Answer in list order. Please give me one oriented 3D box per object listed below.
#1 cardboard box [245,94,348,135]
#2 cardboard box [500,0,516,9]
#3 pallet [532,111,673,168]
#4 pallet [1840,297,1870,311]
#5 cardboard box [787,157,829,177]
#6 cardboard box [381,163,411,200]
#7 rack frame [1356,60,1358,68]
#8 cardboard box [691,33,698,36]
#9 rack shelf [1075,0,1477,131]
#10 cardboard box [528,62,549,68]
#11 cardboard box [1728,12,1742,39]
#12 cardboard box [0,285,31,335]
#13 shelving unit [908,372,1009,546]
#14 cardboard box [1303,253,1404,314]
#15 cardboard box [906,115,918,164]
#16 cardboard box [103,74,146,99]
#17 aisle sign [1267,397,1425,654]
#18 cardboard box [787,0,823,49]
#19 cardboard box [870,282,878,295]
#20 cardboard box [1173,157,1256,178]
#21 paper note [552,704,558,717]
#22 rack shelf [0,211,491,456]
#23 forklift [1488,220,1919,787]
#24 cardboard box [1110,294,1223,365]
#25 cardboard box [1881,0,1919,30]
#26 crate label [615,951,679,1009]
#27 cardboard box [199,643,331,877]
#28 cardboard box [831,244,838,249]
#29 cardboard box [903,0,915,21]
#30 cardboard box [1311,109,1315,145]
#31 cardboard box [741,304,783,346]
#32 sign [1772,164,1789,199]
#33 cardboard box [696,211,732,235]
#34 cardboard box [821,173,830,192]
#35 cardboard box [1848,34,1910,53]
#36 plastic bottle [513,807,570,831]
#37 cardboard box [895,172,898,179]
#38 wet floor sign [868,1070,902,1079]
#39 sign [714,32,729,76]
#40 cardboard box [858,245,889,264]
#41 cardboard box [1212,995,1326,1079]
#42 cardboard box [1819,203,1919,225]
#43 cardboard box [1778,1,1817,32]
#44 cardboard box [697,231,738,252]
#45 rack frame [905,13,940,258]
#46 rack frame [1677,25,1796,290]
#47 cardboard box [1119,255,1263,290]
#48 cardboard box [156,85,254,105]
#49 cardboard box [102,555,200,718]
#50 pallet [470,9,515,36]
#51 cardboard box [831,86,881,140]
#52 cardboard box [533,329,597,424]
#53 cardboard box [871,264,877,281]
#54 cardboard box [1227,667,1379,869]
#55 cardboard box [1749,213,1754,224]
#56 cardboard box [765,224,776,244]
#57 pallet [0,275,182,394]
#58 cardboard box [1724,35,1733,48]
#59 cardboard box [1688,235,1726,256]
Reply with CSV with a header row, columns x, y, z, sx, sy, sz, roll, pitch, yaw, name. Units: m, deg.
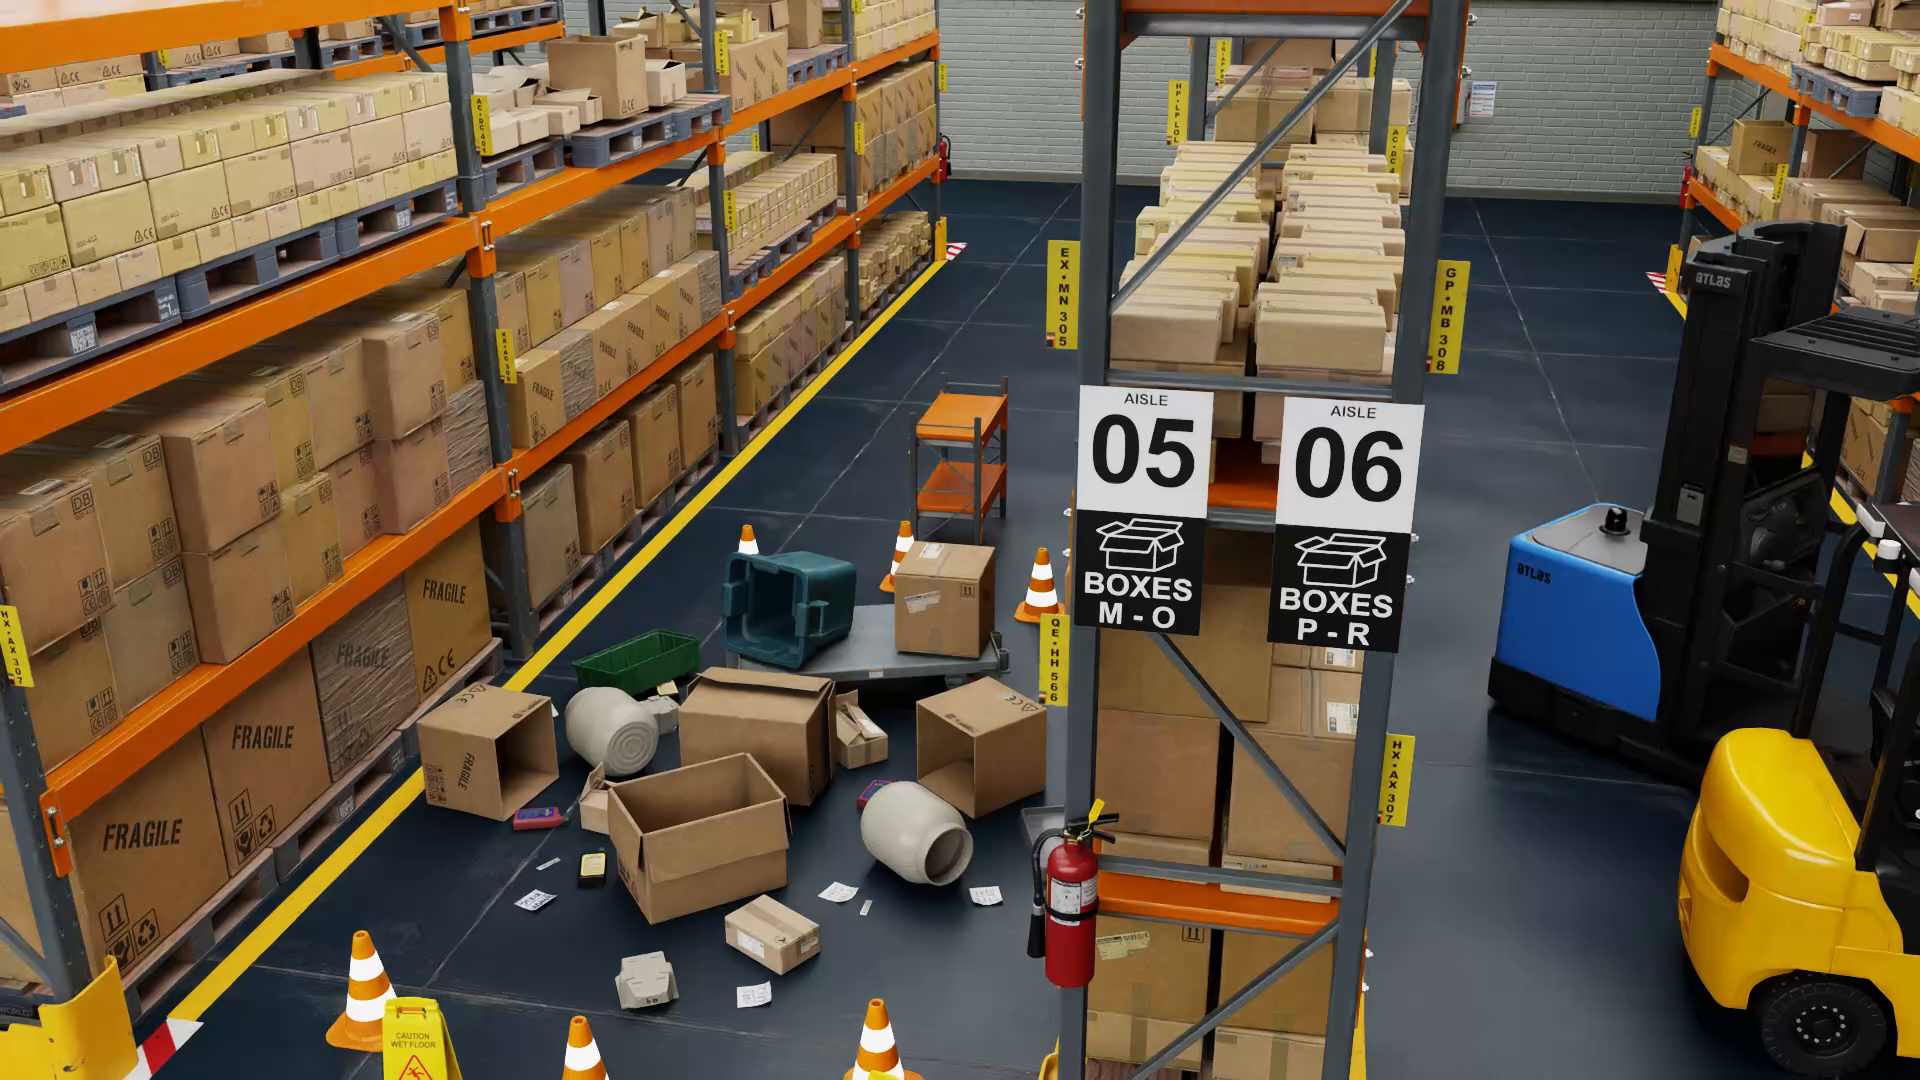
x,y,z,sx,sy,sz,roll,pitch,yaw,name
-3.171,-2.036,7.953,0.380,0.149,0.250,5,22,11,cardboard box
-5.875,-6.771,20.306,0.700,0.500,0.500,4,22,9,cardboard box
-2.691,-2.797,11.521,1.003,0.211,1.213,6,23,13,pallet
7.410,-1.589,12.541,1.213,0.211,1.003,4,22,11,pallet
-1.515,-3.699,16.501,0.380,0.149,0.250,4,22,9,cardboard box
-3.066,-1.851,8.559,0.380,0.149,0.250,5,22,12,cardboard box
3.296,-3.265,16.444,1.000,3.000,0.127,4,22,11,rack frame
-2.323,-4.175,14.555,0.500,0.500,0.500,4,22,11,cardboard box
1.256,-2.055,6.378,1.077,0.370,4.000,4,22,11,rack shelf
-2.852,-3.274,11.957,0.500,0.250,0.500,5,22,12,cardboard box
8.531,-5.481,17.736,0.500,0.250,0.500,5,22,12,cardboard box
-3.635,-0.833,6.033,0.380,0.149,0.250,5,22,11,cardboard box
0.001,-0.524,12.150,0.538,1.125,1.048,4,22,11,shelving unit
1.391,-0.901,5.830,0.380,0.149,0.250,4,22,11,cardboard box
-0.798,-4.694,19.462,0.500,0.500,0.500,5,22,11,cardboard box
-7.078,-3.686,13.677,0.500,0.250,0.500,5,22,11,cardboard box
1.138,-0.036,4.947,0.394,0.787,0.004,4,22,11,aisle sign
-1.755,-5.107,16.309,0.700,0.500,0.500,4,22,11,cardboard box
-1.127,-2.778,18.491,0.380,0.149,0.250,4,22,11,cardboard box
1.193,-1.700,7.813,0.380,0.149,0.250,4,22,9,cardboard box
-2.453,1.013,9.798,0.147,0.020,0.142,-11,25,-26,paper note
-3.611,-1.006,7.783,1.077,0.370,4.000,4,22,11,rack shelf
4.462,-0.068,8.598,1.130,2.935,3.031,-17,28,-36,forklift
0.628,-0.667,5.248,0.380,0.149,0.250,5,22,11,cardboard box
8.139,-4.517,14.228,0.396,0.266,0.258,4,22,11,cardboard box
-1.384,1.944,7.344,0.250,0.136,0.298,-7,23,-17,crate label
-3.768,0.999,8.139,0.875,0.875,0.875,4,22,10,cardboard box
-1.601,-3.286,18.956,0.380,0.149,0.250,3,22,8,cardboard box
-0.809,-6.060,18.900,0.500,0.250,0.500,5,22,12,cardboard box
2.359,-2.410,9.946,0.500,0.250,0.500,4,22,10,cardboard box
-1.905,-1.944,14.947,0.500,0.250,0.500,4,22,10,cardboard box
7.624,-3.328,15.442,0.100,0.325,0.005,4,22,11,sign
-2.102,-2.652,13.902,0.380,0.149,0.250,4,22,11,cardboard box
-1.511,-3.564,16.564,0.380,0.149,0.250,5,22,11,cardboard box
7.567,-4.079,13.694,0.380,0.149,0.250,5,22,12,cardboard box
-2.177,1.451,8.670,0.283,0.061,0.133,-3,22,-8,plastic bottle
-0.931,-4.248,19.222,0.380,0.149,0.250,5,22,12,cardboard box
-0.239,2.204,6.017,0.267,0.644,0.232,13,25,29,wet floor sign
-1.845,-3.765,12.873,0.100,0.325,0.005,4,22,11,sign
-1.017,-3.240,18.841,0.380,0.149,0.250,5,22,12,cardboard box
1.283,1.931,6.663,0.500,0.250,0.500,4,22,10,cardboard box
7.573,-2.493,13.831,0.700,0.500,0.500,4,22,11,cardboard box
8.119,-4.969,15.793,0.500,0.250,0.500,4,22,10,cardboard box
-2.091,-2.520,13.971,0.380,0.149,0.250,5,23,13,cardboard box
-0.754,-5.068,20.922,1.000,3.000,0.127,4,22,11,rack frame
8.972,-4.351,19.141,1.000,3.000,0.127,4,22,11,rack frame
0.893,-0.917,6.404,0.500,0.250,0.500,5,22,12,cardboard box
-3.764,-2.179,8.307,0.380,0.149,0.250,4,22,10,cardboard box
-3.897,0.372,7.214,0.875,0.550,0.550,4,22,11,cardboard box
-5.977,-6.114,19.622,1.003,0.211,1.213,4,22,11,pallet
-1.149,-4.590,17.866,0.500,0.500,0.500,4,22,9,cardboard box
-2.730,-1.082,10.892,0.500,0.500,0.500,5,22,11,cardboard box
-1.147,-3.013,18.676,0.380,0.149,0.250,3,22,8,cardboard box
1.216,0.788,5.851,0.500,0.500,0.500,4,22,10,cardboard box
8.115,-3.195,16.607,0.380,0.149,0.250,5,22,12,cardboard box
-1.883,-2.762,14.970,0.380,0.149,0.250,5,23,13,cardboard box
-3.878,-0.839,6.524,1.003,0.211,1.213,4,22,11,pallet
8.680,-5.527,18.382,0.380,0.149,0.250,5,22,12,cardboard box
8.755,-3.171,18.991,0.797,0.503,0.637,4,22,9,cardboard box
